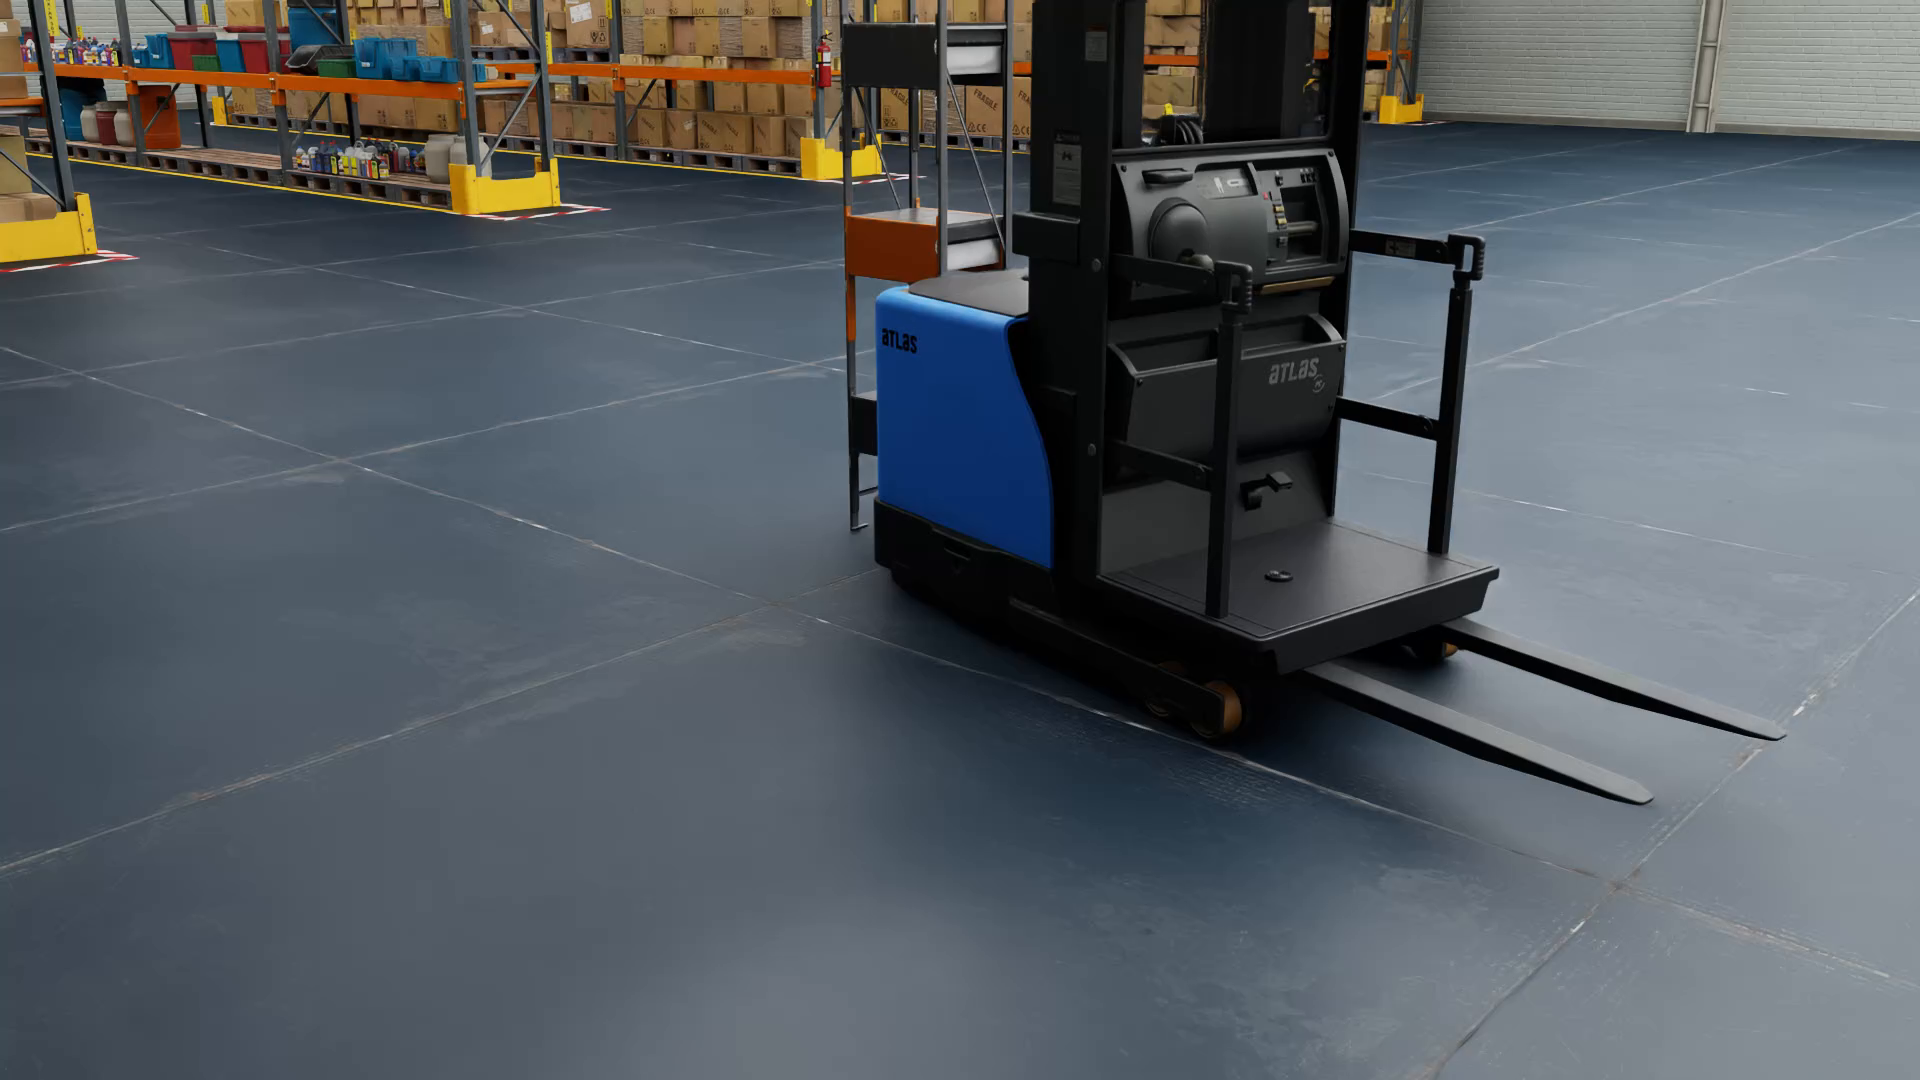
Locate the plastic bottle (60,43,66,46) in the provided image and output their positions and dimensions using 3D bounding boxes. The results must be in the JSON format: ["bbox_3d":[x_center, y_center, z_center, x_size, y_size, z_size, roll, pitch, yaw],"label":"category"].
[{"bbox_3d":[-12.830,-6.980,23.852,0.135,0.276,0.152,15,23,39],"label":"plastic bottle"}]

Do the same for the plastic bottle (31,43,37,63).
[{"bbox_3d":[-13.350,-7.058,24.098,0.135,0.276,0.152,15,23,39],"label":"plastic bottle"}]

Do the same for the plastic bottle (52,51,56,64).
[{"bbox_3d":[-12.862,-6.881,23.662,0.097,0.201,0.097,0,18,0],"label":"plastic bottle"}]

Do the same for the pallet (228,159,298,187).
[{"bbox_3d":[-8.346,-4.583,20.705,1.213,0.211,1.003,15,23,39],"label":"pallet"}]

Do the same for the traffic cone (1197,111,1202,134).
[{"bbox_3d":[3.946,-6.908,27.615,0.334,0.463,0.336,15,23,39],"label":"traffic cone"}]

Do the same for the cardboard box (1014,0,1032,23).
[{"bbox_3d":[1.190,-7.942,24.645,0.550,0.550,0.875,15,23,39],"label":"cardboard box"}]

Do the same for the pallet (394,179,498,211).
[{"bbox_3d":[-5.434,-3.800,18.237,1.213,0.211,1.003,15,23,39],"label":"pallet"}]

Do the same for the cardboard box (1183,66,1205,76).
[{"bbox_3d":[4.033,-8.040,28.525,0.250,0.149,0.380,16,24,41],"label":"cardboard box"}]

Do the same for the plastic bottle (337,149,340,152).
[{"bbox_3d":[-7.216,-4.415,19.348,0.097,0.271,0.097,0,18,0],"label":"plastic bottle"}]

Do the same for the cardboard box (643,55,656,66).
[{"bbox_3d":[-4.101,-6.556,22.726,0.250,0.149,0.380,15,23,39],"label":"cardboard box"}]

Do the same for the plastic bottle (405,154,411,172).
[{"bbox_3d":[-6.450,-4.421,19.482,0.097,0.201,0.097,0,18,0],"label":"plastic bottle"}]

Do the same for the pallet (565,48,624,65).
[{"bbox_3d":[-4.921,-6.979,23.961,1.213,0.211,1.003,15,23,39],"label":"pallet"}]

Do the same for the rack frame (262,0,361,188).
[{"bbox_3d":[-7.733,-5.764,19.814,0.127,3.000,1.000,15,23,39],"label":"rack frame"}]

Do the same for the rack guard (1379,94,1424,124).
[{"bbox_3d":[8.434,-8.251,31.783,0.348,0.500,1.175,15,23,39],"label":"rack guard"}]

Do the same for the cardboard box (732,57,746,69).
[{"bbox_3d":[-2.750,-6.219,21.664,0.250,0.149,0.380,15,23,39],"label":"cardboard box"}]

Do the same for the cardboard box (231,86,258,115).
[{"bbox_3d":[-12.889,-8.371,30.847,0.875,0.875,0.875,15,23,39],"label":"cardboard box"}]

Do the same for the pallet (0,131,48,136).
[{"bbox_3d":[-14.292,-6.180,25.734,1.213,0.211,1.003,15,23,39],"label":"pallet"}]

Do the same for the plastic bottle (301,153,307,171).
[{"bbox_3d":[-7.710,-4.456,19.592,0.097,0.201,0.097,0,18,0],"label":"plastic bottle"}]

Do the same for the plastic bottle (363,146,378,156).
[{"bbox_3d":[-6.996,-4.534,19.714,0.135,0.276,0.152,15,23,39],"label":"plastic bottle"}]

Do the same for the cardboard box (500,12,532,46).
[{"bbox_3d":[-6.523,-7.746,25.202,0.700,0.500,0.500,-14,22,-38],"label":"cardboard box"}]

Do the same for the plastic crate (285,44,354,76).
[{"bbox_3d":[-7.426,-5.600,19.401,0.504,0.338,0.767,15,23,39],"label":"plastic crate"}]

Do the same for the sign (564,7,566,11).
[{"bbox_3d":[-7.416,-9.881,31.355,0.005,0.325,0.100,15,23,39],"label":"sign"}]

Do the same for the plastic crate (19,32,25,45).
[{"bbox_3d":[-14.292,-7.407,24.921,0.575,0.384,0.392,15,23,39],"label":"plastic crate"}]

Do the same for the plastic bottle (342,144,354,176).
[{"bbox_3d":[-6.946,-4.331,18.953,0.185,0.351,0.144,15,23,39],"label":"plastic bottle"}]

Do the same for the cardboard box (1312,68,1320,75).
[{"bbox_3d":[7.095,-9.035,32.321,0.500,0.250,0.500,15,23,40],"label":"cardboard box"}]

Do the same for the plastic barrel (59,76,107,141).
[{"bbox_3d":[-12.791,-6.315,24.325,0.708,0.901,0.600,15,23,39],"label":"plastic barrel"}]

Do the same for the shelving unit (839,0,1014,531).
[{"bbox_3d":[-0.124,-1.034,6.399,0.503,2.100,0.431,15,23,39],"label":"shelving unit"}]

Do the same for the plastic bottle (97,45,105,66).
[{"bbox_3d":[-11.703,-6.603,22.671,0.097,0.271,0.097,0,18,0],"label":"plastic bottle"}]

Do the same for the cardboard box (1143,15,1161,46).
[{"bbox_3d":[3.425,-8.868,28.939,0.500,0.500,0.500,15,23,40],"label":"cardboard box"}]

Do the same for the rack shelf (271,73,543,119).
[{"bbox_3d":[-6.237,-5.019,18.657,4.000,0.370,1.077,15,23,39],"label":"rack shelf"}]

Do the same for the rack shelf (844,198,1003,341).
[{"bbox_3d":[-0.124,-1.021,6.403,0.480,0.518,0.431,15,23,39],"label":"rack shelf"}]

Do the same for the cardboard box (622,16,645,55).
[{"bbox_3d":[-4.150,-6.969,22.956,0.500,0.500,0.875,15,23,39],"label":"cardboard box"}]

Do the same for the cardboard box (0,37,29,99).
[{"bbox_3d":[-8.373,-3.985,14.044,0.500,0.500,0.700,15,23,39],"label":"cardboard box"}]

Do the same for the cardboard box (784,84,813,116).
[{"bbox_3d":[-2.321,-7.413,28.035,0.750,0.750,1.050,15,23,39],"label":"cardboard box"}]

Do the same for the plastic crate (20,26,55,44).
[{"bbox_3d":[-14.218,-7.665,25.600,0.583,0.464,0.402,15,23,39],"label":"plastic crate"}]

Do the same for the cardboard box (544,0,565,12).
[{"bbox_3d":[-7.592,-10.292,31.771,0.500,0.500,0.500,14,22,37],"label":"cardboard box"}]

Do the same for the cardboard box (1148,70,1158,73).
[{"bbox_3d":[4.451,-9.578,35.065,0.625,0.625,0.875,15,23,39],"label":"cardboard box"}]

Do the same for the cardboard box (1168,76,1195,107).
[{"bbox_3d":[3.959,-7.776,28.767,0.500,0.500,0.500,16,24,41],"label":"cardboard box"}]

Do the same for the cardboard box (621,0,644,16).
[{"bbox_3d":[-4.278,-7.402,22.667,0.500,0.500,0.500,15,23,39],"label":"cardboard box"}]

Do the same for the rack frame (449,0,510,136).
[{"bbox_3d":[-7.437,-7.687,25.875,0.127,3.000,1.000,15,23,39],"label":"rack frame"}]

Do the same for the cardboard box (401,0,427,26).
[{"bbox_3d":[-8.459,-8.495,26.597,0.637,0.503,0.797,16,23,40],"label":"cardboard box"}]

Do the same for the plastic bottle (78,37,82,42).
[{"bbox_3d":[-12.908,-7.203,24.432,0.185,0.351,0.144,15,23,39],"label":"plastic bottle"}]

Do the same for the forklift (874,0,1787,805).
[{"bbox_3d":[0.967,-0.991,4.888,1.130,2.935,3.031,-13,22,-35],"label":"forklift"}]

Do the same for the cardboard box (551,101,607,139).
[{"bbox_3d":[-5.653,-6.243,24.729,0.500,0.500,0.700,13,22,35],"label":"cardboard box"}]

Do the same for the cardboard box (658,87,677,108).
[{"bbox_3d":[-5.121,-7.976,30.223,0.500,0.500,0.500,16,24,41],"label":"cardboard box"}]

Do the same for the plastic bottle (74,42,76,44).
[{"bbox_3d":[-13.207,-7.305,24.875,0.135,0.276,0.152,15,23,39],"label":"plastic bottle"}]

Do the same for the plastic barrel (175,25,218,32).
[{"bbox_3d":[-10.177,-6.607,22.246,0.708,0.536,0.600,15,23,39],"label":"plastic barrel"}]

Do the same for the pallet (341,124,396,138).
[{"bbox_3d":[-9.802,-7.023,28.393,1.213,0.211,1.003,15,23,39],"label":"pallet"}]

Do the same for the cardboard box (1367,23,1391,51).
[{"bbox_3d":[7.874,-9.534,31.529,0.500,0.500,0.500,14,23,38],"label":"cardboard box"}]

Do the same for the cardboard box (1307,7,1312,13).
[{"bbox_3d":[6.857,-10.276,32.304,0.250,0.149,0.380,15,23,40],"label":"cardboard box"}]

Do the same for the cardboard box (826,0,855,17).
[{"bbox_3d":[-1.684,-6.919,21.145,0.500,0.500,0.500,15,23,39],"label":"cardboard box"}]

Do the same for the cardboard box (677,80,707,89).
[{"bbox_3d":[-4.755,-8.233,29.794,0.500,0.250,0.500,14,23,38],"label":"cardboard box"}]

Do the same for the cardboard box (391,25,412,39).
[{"bbox_3d":[-8.730,-7.983,26.642,0.500,0.500,0.500,14,22,38],"label":"cardboard box"}]
